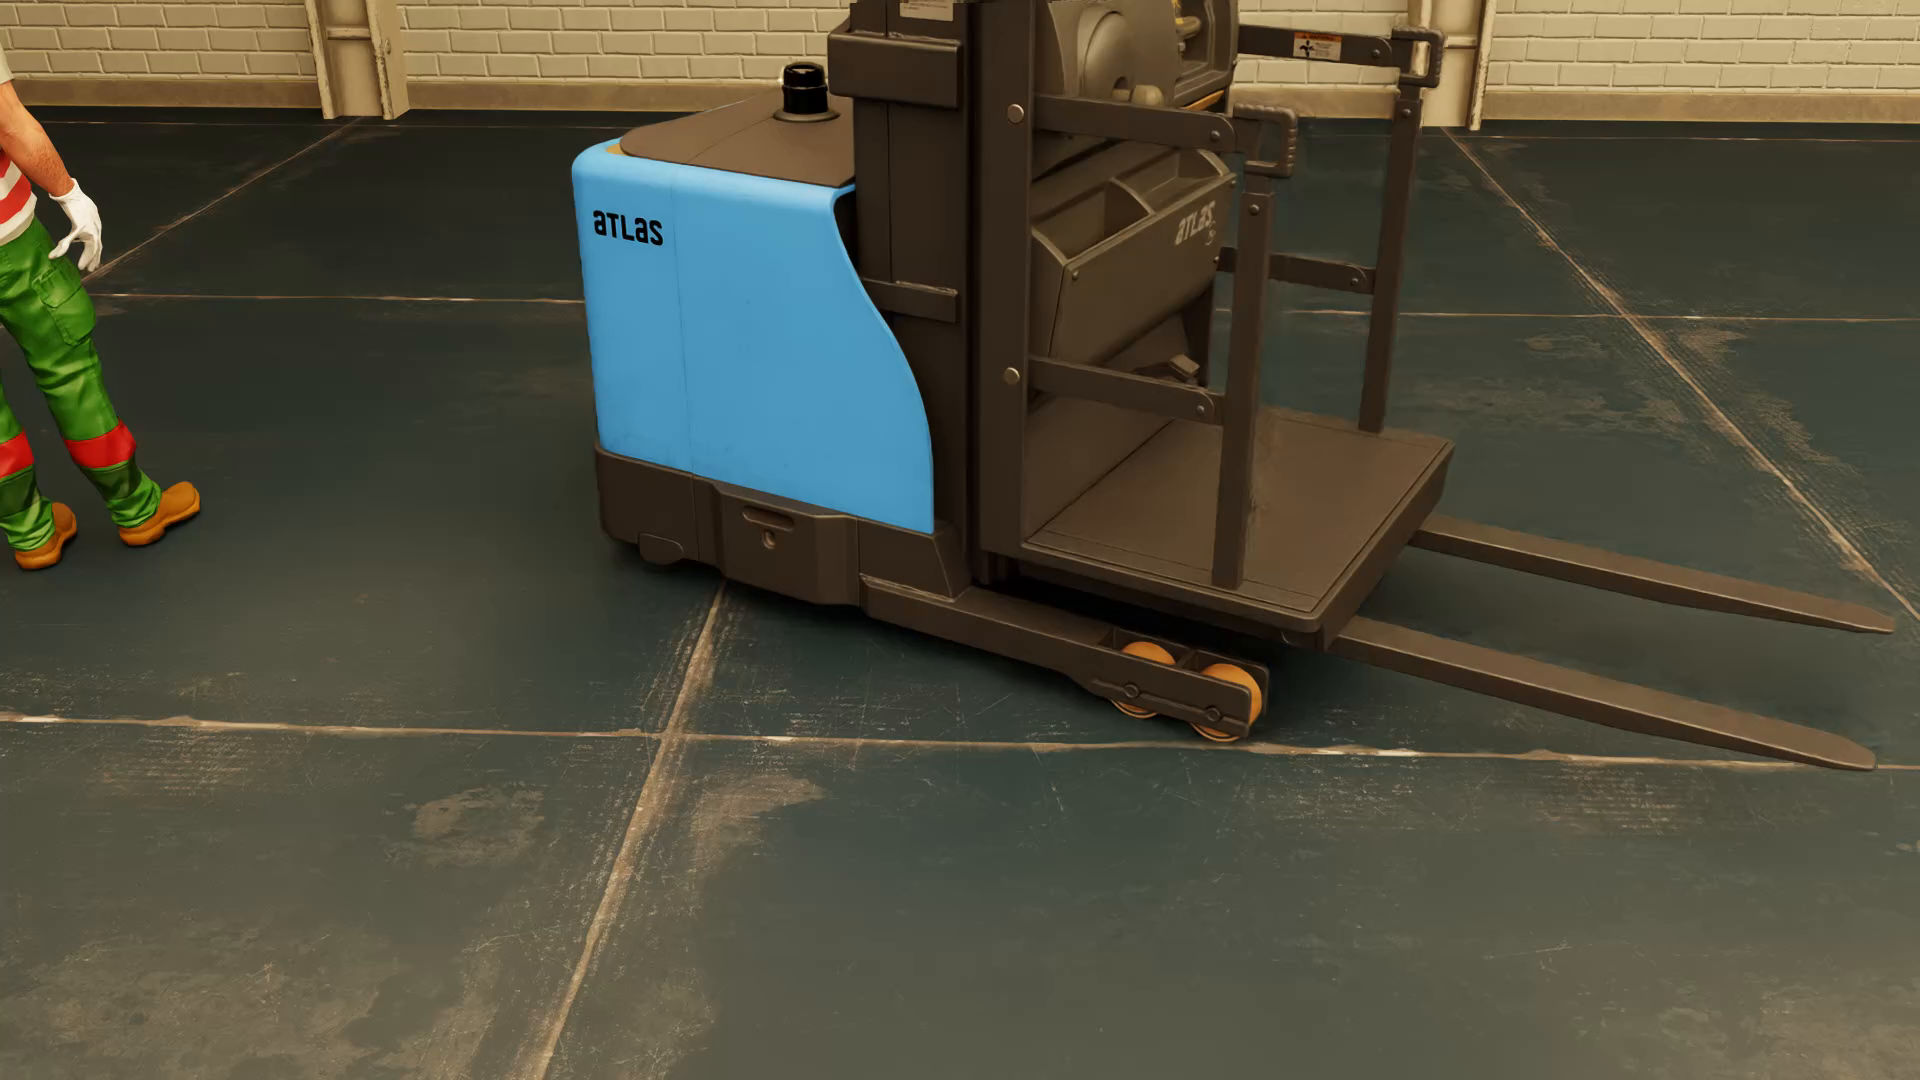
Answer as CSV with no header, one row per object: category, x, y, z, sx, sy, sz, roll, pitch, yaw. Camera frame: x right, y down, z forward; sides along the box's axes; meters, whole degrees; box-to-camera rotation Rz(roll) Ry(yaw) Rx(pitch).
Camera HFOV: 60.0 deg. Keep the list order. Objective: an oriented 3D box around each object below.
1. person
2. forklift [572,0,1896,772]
person,-2.422,-0.784,4.072,0.638,1.786,0.566,-2,26,-3
forklift,0.580,-1.143,3.526,3.031,2.935,1.130,14,30,27
